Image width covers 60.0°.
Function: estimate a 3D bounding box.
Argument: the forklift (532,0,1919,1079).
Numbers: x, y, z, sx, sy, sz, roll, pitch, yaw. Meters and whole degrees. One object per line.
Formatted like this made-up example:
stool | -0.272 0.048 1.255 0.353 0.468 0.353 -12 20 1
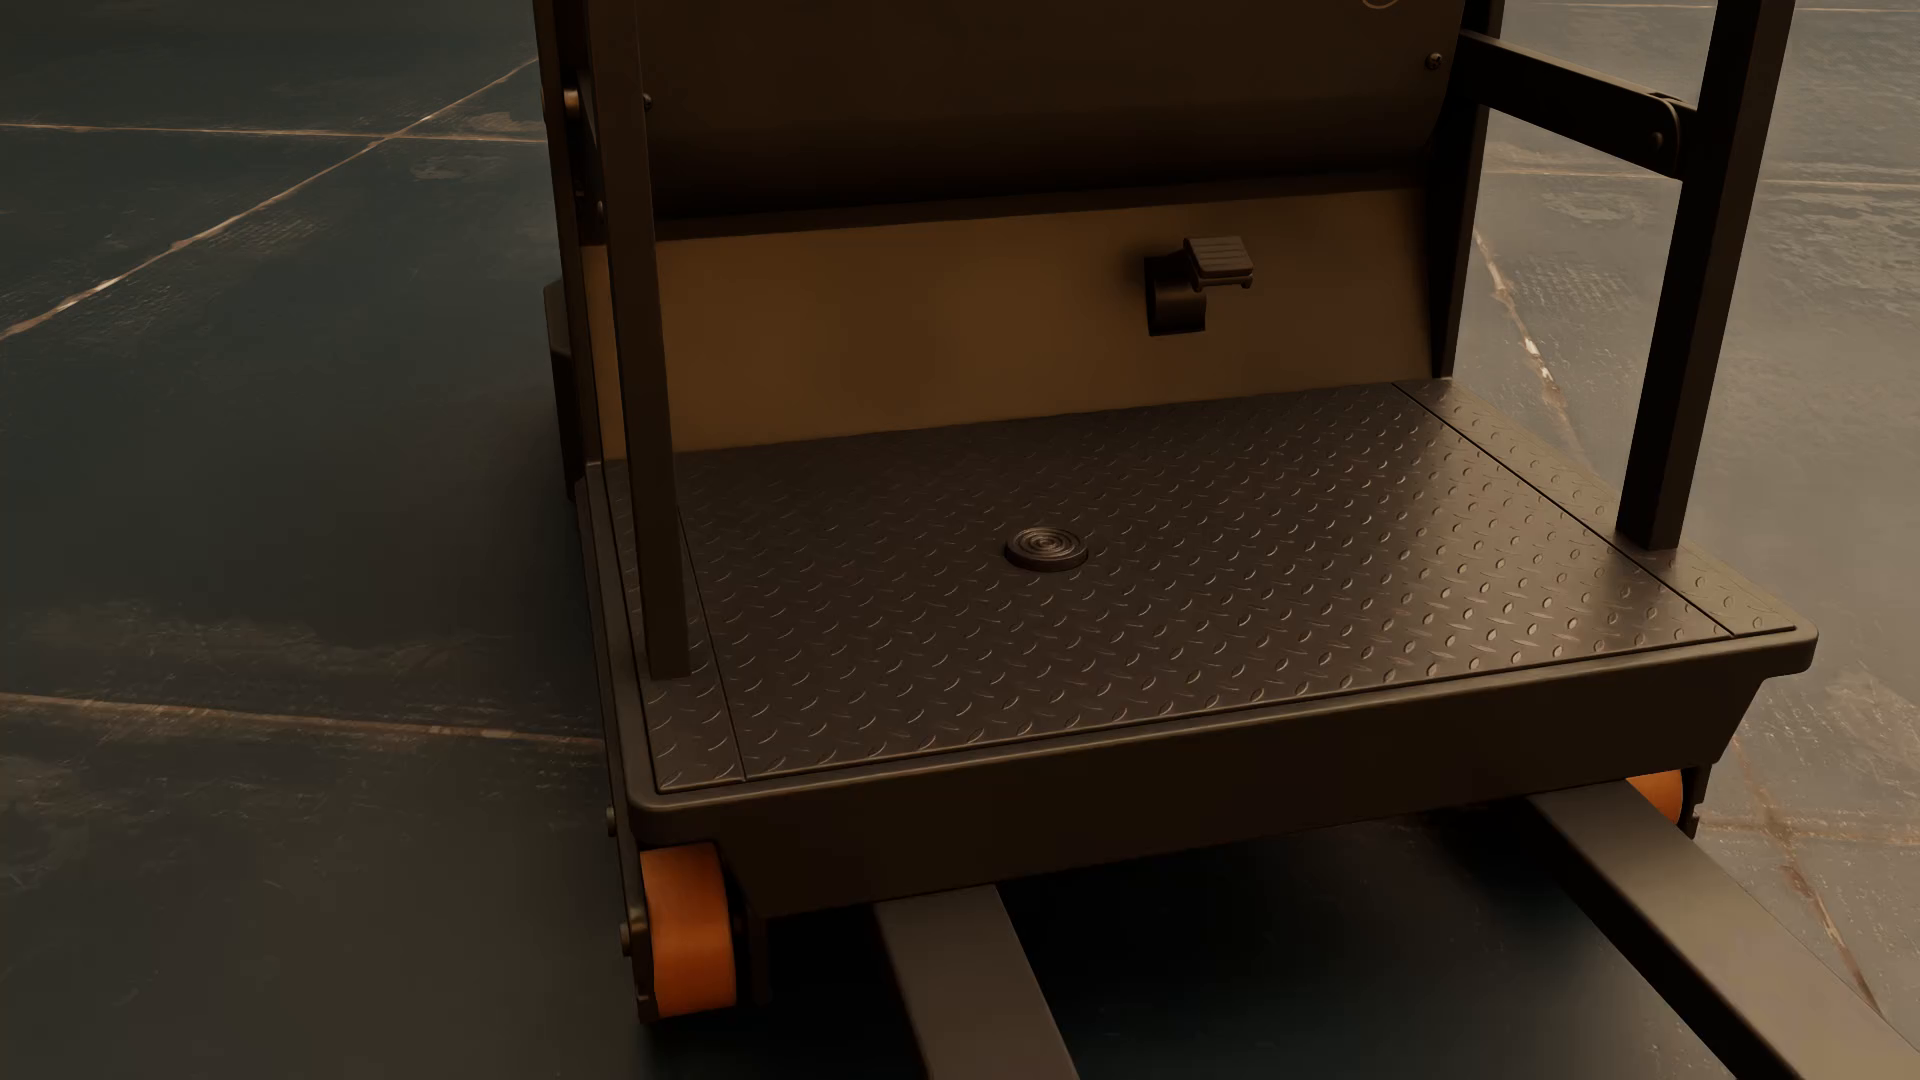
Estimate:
forklift | 0.153 -1.049 1.319 1.130 2.935 3.031 -7 27 -13
